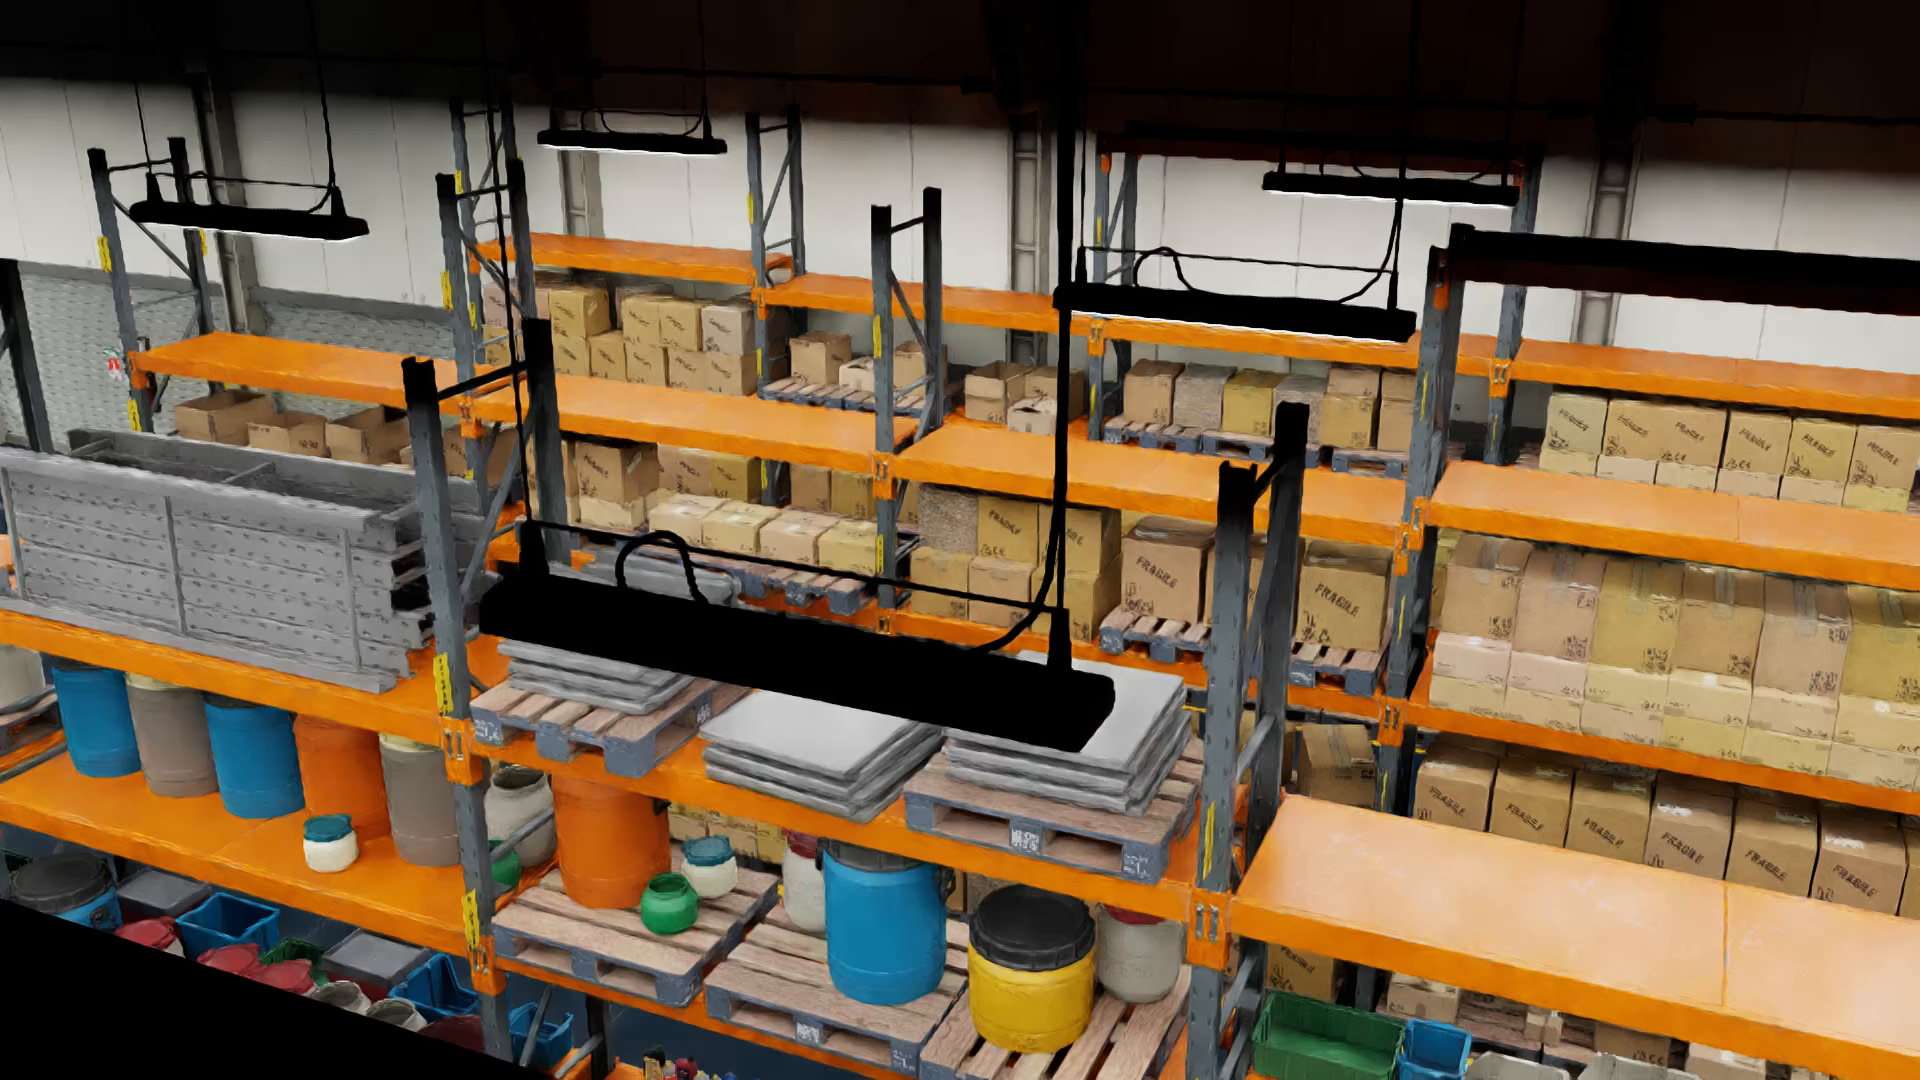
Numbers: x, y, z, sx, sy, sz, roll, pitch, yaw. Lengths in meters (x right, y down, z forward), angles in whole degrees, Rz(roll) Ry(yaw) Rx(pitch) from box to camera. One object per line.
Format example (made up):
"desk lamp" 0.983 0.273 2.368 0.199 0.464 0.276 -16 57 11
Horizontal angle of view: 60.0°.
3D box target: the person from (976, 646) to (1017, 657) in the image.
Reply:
"person" 0.388 1.163 17.178 0.537 1.679 0.454 0 21 0
